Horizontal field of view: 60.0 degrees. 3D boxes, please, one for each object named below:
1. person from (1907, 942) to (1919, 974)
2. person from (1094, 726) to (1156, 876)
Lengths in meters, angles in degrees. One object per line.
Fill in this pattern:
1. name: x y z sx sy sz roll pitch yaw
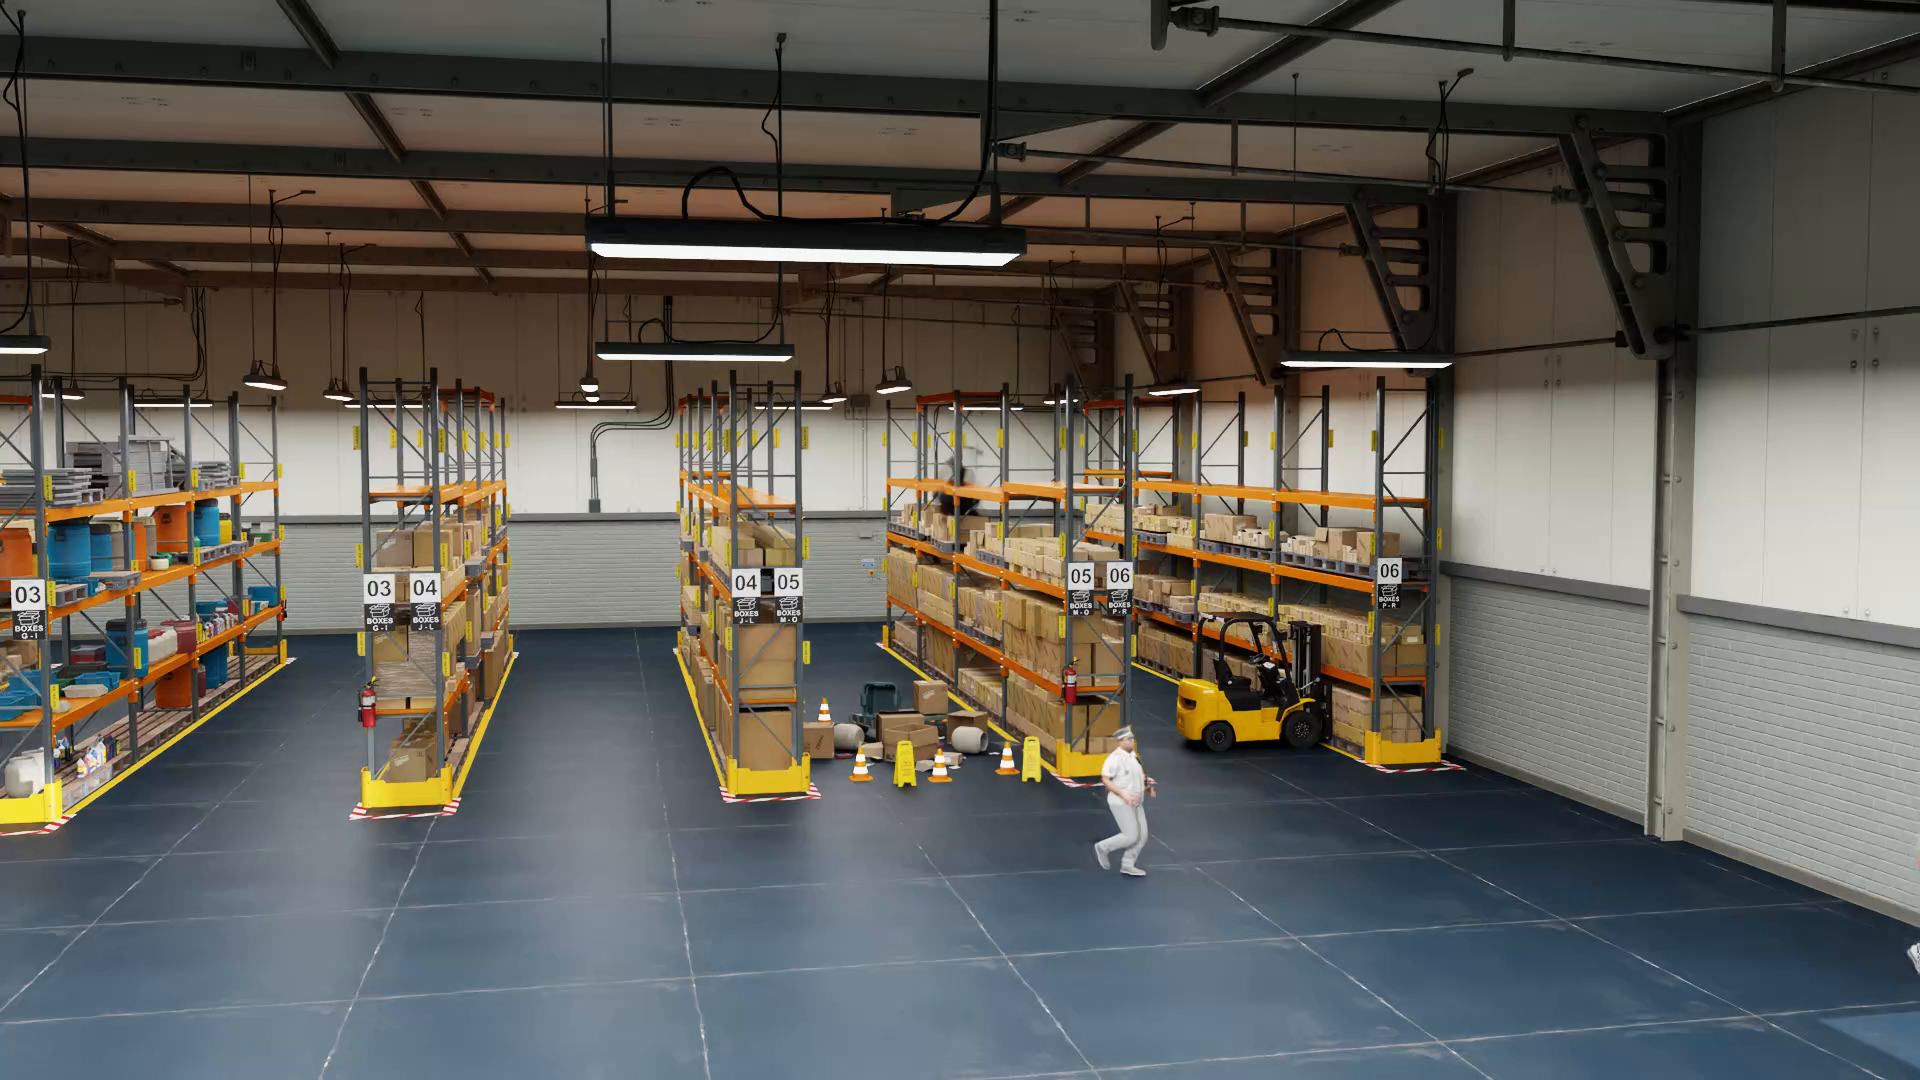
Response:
1. person: 8.976 3.227 14.975 0.685 1.757 0.841 -1 4 -18
2. person: 1.901 2.994 19.160 0.615 1.733 0.679 2 4 32
